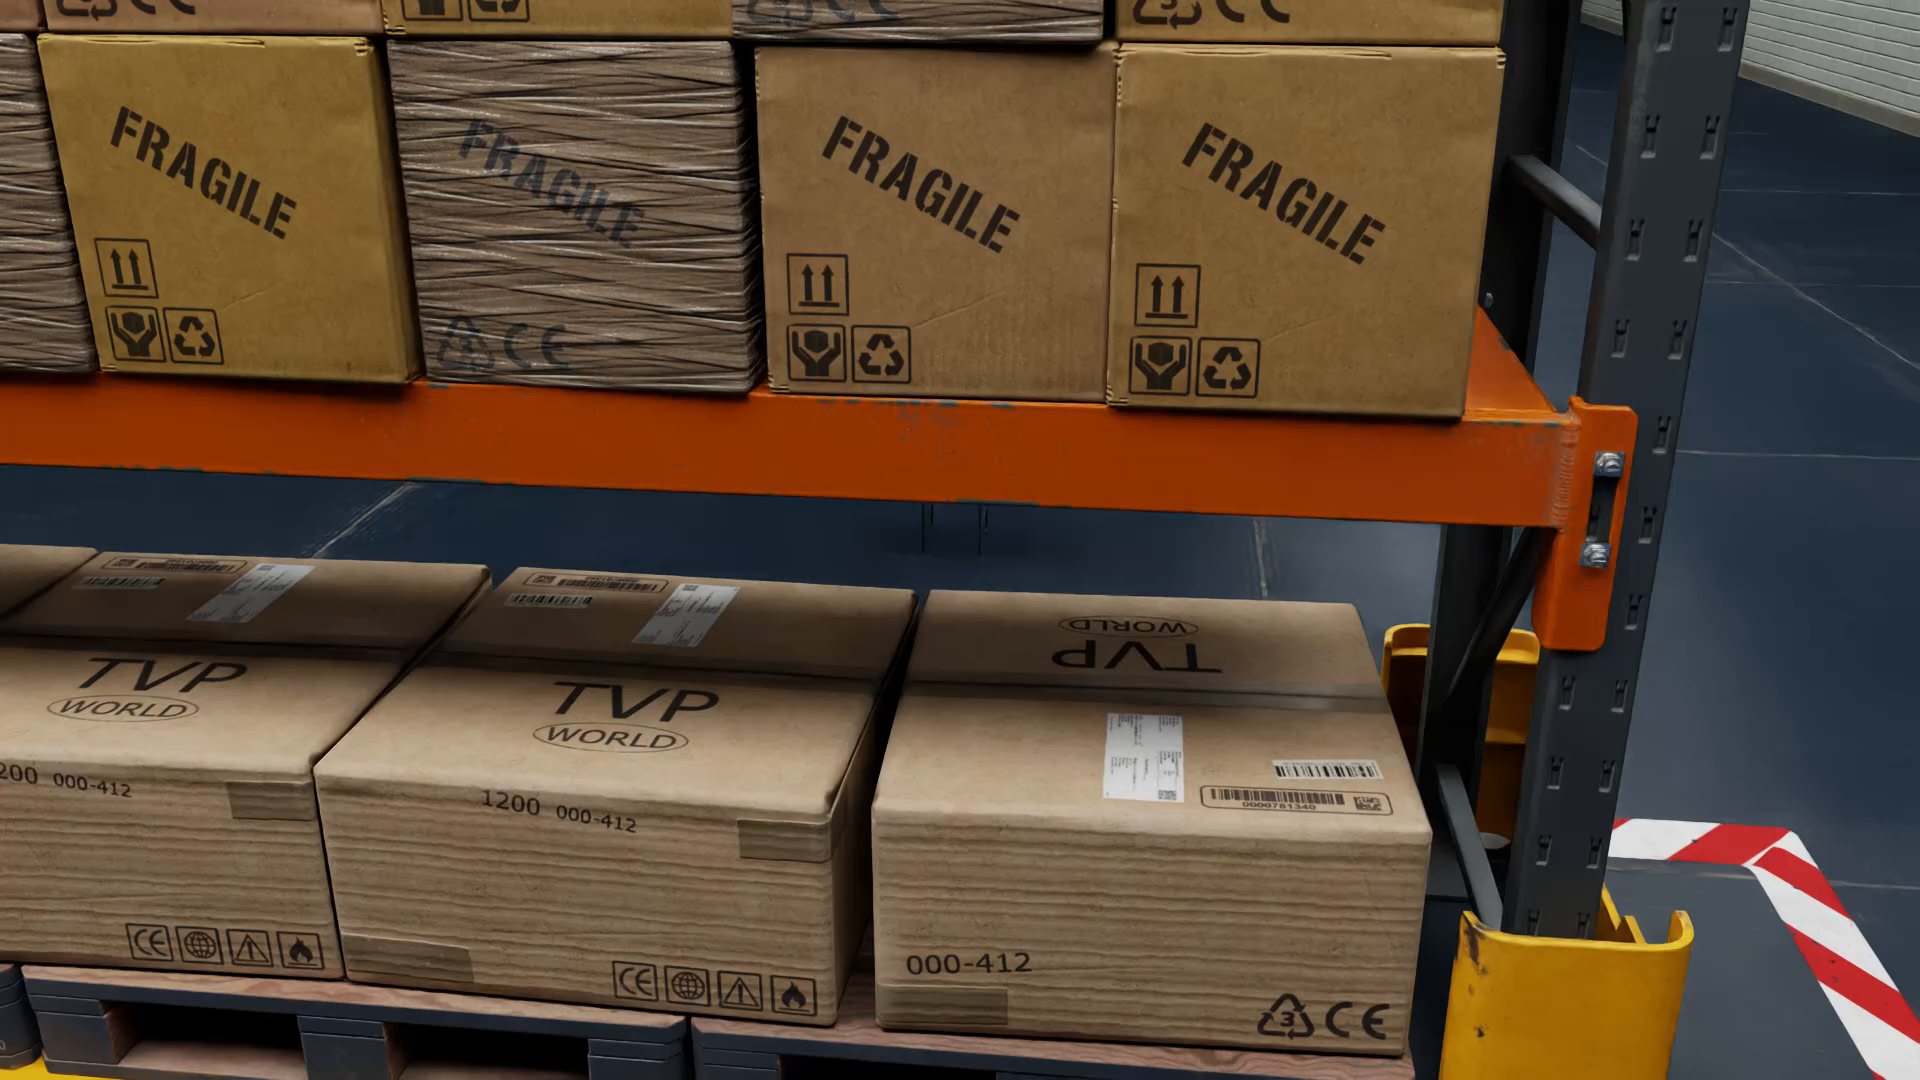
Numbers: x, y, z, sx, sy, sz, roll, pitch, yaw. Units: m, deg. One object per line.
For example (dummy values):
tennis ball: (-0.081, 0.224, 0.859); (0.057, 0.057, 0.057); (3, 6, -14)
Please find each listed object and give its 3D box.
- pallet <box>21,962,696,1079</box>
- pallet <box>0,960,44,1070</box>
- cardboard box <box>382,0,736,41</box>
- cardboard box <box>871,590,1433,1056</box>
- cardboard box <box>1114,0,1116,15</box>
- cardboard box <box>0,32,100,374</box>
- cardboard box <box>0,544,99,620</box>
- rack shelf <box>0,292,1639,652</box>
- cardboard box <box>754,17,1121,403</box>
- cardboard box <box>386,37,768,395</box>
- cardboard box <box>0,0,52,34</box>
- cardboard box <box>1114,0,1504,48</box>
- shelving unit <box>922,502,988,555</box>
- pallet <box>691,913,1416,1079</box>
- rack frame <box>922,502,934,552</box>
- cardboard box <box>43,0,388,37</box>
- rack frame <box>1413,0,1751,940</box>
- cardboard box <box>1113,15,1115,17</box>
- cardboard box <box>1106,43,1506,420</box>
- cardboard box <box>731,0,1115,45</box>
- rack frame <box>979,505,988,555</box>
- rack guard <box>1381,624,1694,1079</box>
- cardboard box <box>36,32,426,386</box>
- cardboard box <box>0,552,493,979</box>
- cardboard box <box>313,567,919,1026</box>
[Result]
pallet: (-1.014, 0.707, 3.364); (1.213, 0.211, 1.003); (2, 22, 6)
pallet: (-2.229, 0.655, 3.495); (1.213, 0.211, 1.003); (2, 22, 6)
cardboard box: (-0.522, -1.010, 2.418); (0.500, 0.500, 0.500); (2, 22, 6)
cardboard box: (0.331, 0.474, 3.074); (0.875, 0.438, 0.875); (2, 22, 4)
cardboard box: (0.041, -1.186, 2.864); (0.500, 0.500, 0.500); (2, 22, 5)
cardboard box: (-1.547, -0.586, 2.707); (0.500, 0.500, 0.500); (3, 22, 7)
cardboard box: (-2.364, 0.360, 3.364); (0.875, 0.438, 0.875); (2, 22, 6)
rack shelf: (-0.988, -0.282, 3.051); (4.000, 0.370, 1.077); (2, 22, 6)
cardboard box: (-0.009, -0.528, 2.559); (0.500, 0.500, 0.500); (2, 22, 5)
cardboard box: (-0.521, -0.546, 2.606); (0.500, 0.500, 0.500); (3, 22, 8)
cardboard box: (-1.522, -1.055, 2.532); (0.500, 0.500, 0.500); (3, 22, 7)
cardboard box: (0.491, -0.975, 2.331); (0.500, 0.500, 0.500); (3, 22, 8)
shelving unit: (-0.014, -0.559, 5.221); (0.189, 1.200, 0.258); (2, 22, 6)
pallet: (0.195, 0.761, 3.228); (1.213, 0.211, 1.003); (2, 22, 6)
rack frame: (-0.105, -0.563, 5.231); (0.006, 1.200, 0.240); (2, 22, 6)
cardboard box: (-1.021, -1.032, 2.475); (0.500, 0.500, 0.500); (2, 22, 6)
rack frame: (0.998, -0.530, 2.700); (0.127, 3.000, 1.000); (2, 22, 6)
cardboard box: (0.049, -0.714, 3.029); (0.500, 0.500, 0.500); (2, 22, 6)
cardboard box: (0.488, -0.501, 2.490); (0.500, 0.500, 0.500); (3, 22, 7)
cardboard box: (-0.031, -0.987, 2.361); (0.500, 0.500, 0.500); (3, 22, 6)
rack frame: (0.076, -0.555, 5.211); (0.006, 1.200, 0.240); (2, 22, 6)
rack guard: (1.022, 0.634, 3.157); (0.348, 0.500, 1.175); (2, 22, 6)
cardboard box: (-1.035, -0.564, 2.651); (0.500, 0.500, 0.500); (3, 22, 8)
cardboard box: (-1.474, 0.398, 3.267); (0.875, 0.438, 0.875); (2, 22, 5)
cardboard box: (-0.579, 0.438, 3.166); (0.875, 0.438, 0.875); (3, 22, 8)
